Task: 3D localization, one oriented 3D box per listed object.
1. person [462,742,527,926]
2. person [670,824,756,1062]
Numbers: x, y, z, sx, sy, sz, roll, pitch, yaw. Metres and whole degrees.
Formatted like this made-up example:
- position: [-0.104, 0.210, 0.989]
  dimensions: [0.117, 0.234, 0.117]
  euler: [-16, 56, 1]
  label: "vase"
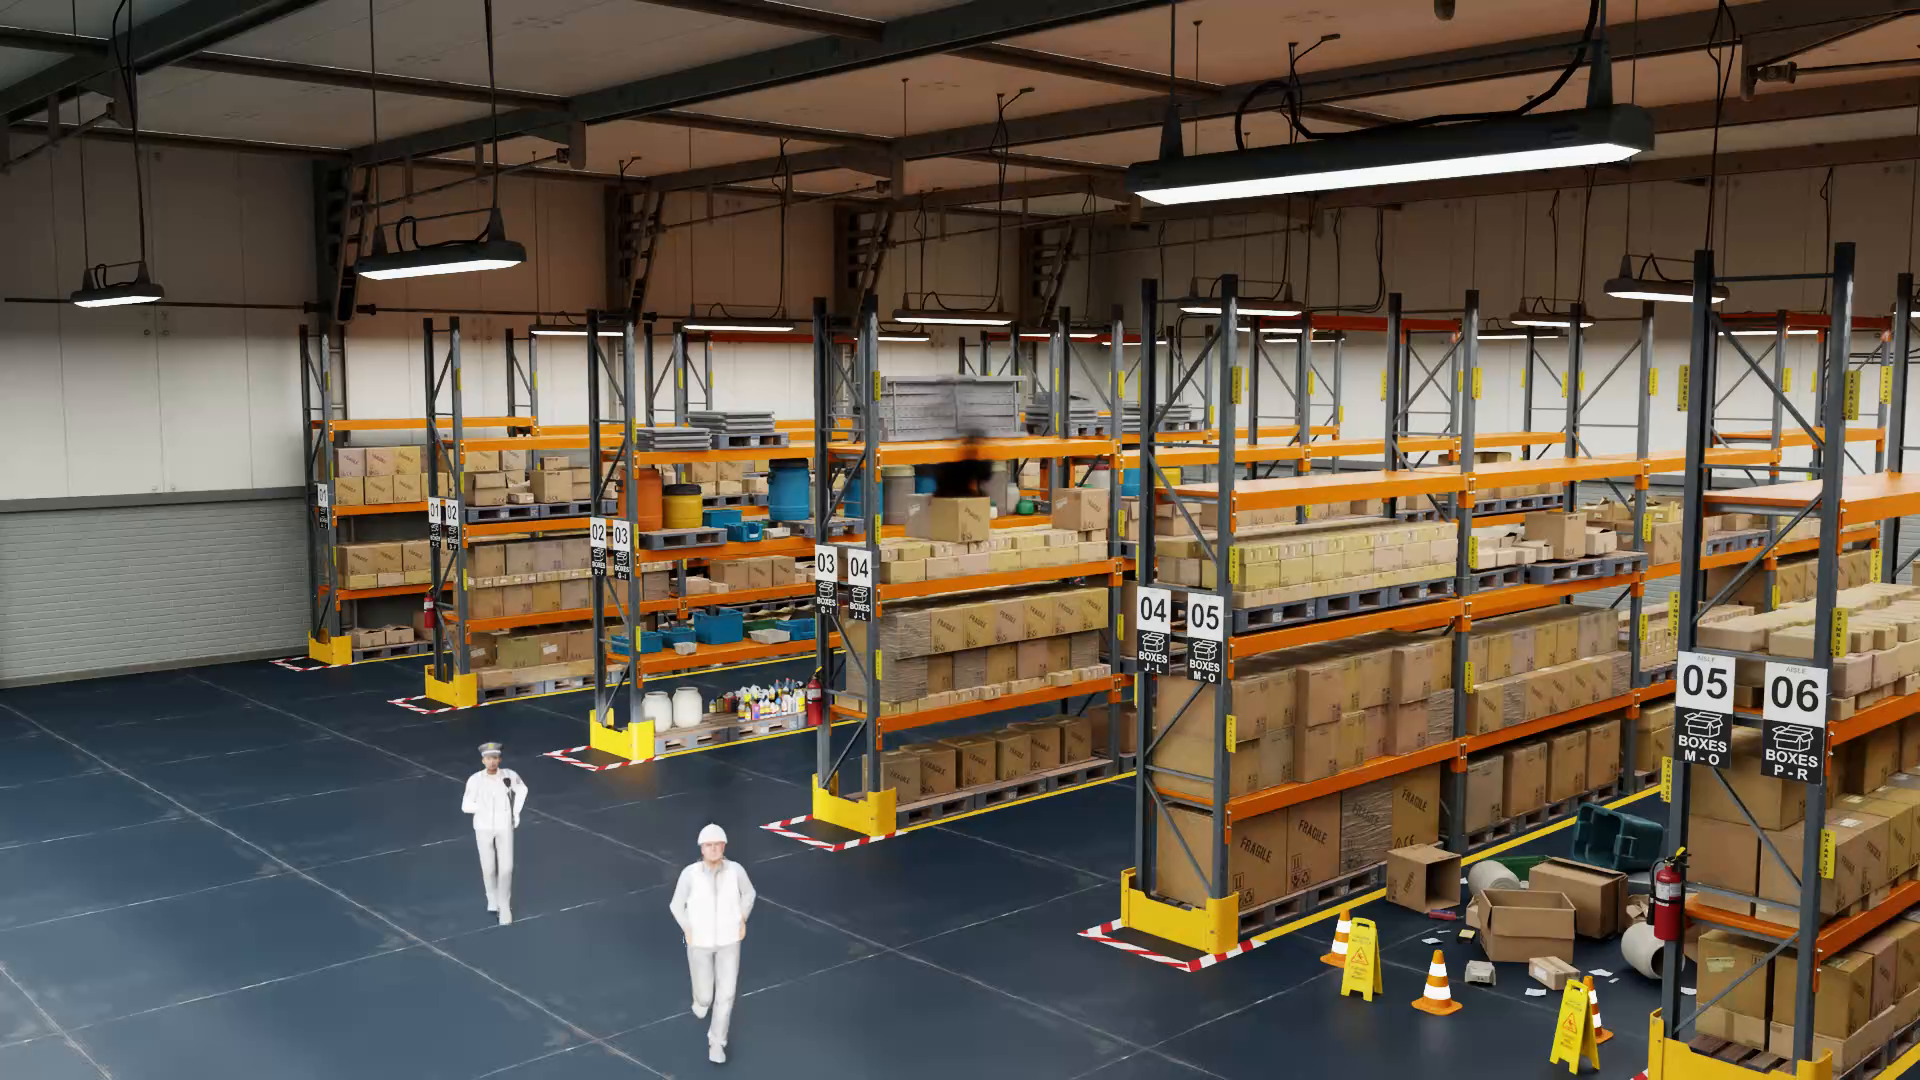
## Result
- position: [-4.370, 2.750, 15.646]
  dimensions: [0.592, 1.734, 0.684]
  euler: [-1, 6, -14]
  label: "person"
- position: [-1.867, 3.028, 12.678]
  dimensions: [0.659, 1.743, 0.778]
  euler: [-1, 6, -14]
  label: "person"
